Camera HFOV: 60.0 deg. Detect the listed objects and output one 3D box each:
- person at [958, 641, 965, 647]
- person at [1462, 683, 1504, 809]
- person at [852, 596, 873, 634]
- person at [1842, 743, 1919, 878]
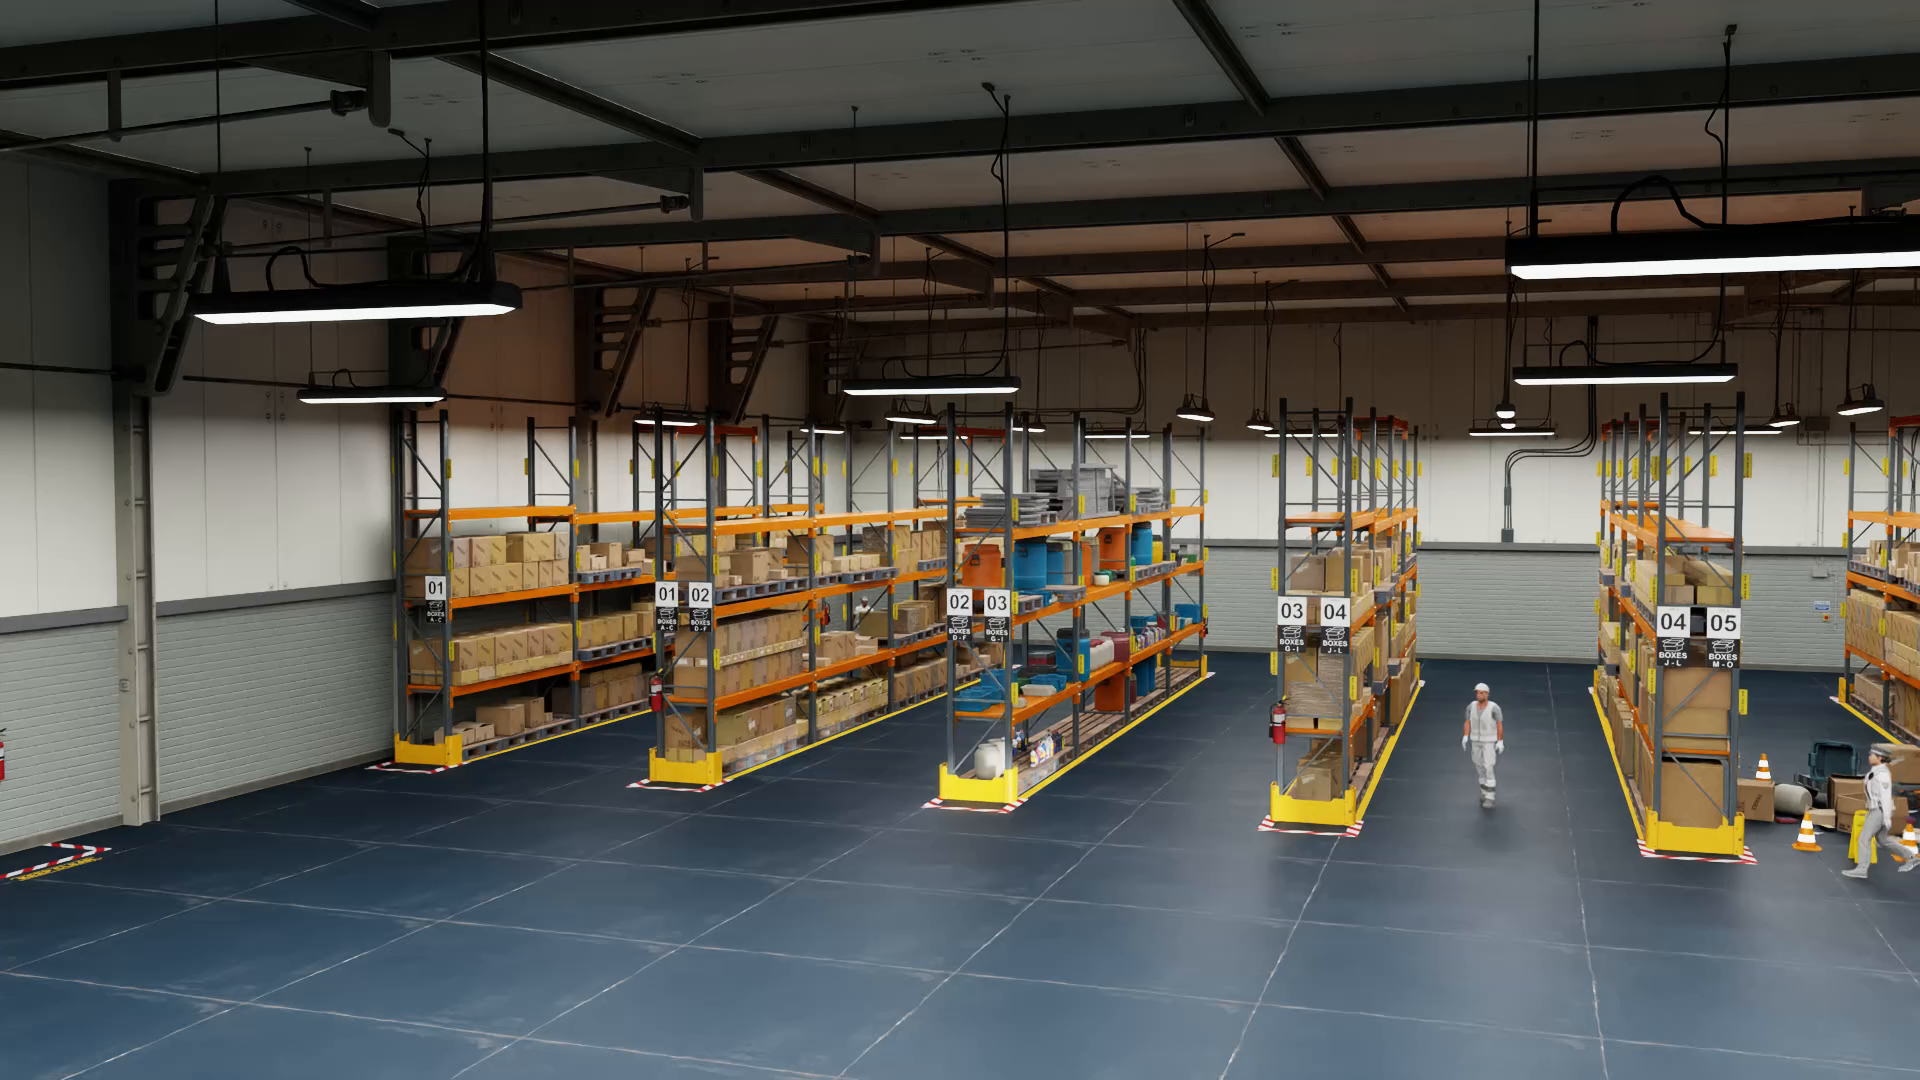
[{"bbox_3d":[-0.021,2.235,45.450,0.465,1.662,0.894,1,3,15],"label":"person"},{"bbox_3d":[7.783,3.038,24.808,0.665,1.795,0.584,-2,3,-43],"label":"person"},{"bbox_3d":[-2.522,2.300,43.593,0.622,1.700,0.768,0,2,-4],"label":"person"},{"bbox_3d":[11.241,3.294,20.229,0.927,1.642,0.482,1,2,12],"label":"person"}]
